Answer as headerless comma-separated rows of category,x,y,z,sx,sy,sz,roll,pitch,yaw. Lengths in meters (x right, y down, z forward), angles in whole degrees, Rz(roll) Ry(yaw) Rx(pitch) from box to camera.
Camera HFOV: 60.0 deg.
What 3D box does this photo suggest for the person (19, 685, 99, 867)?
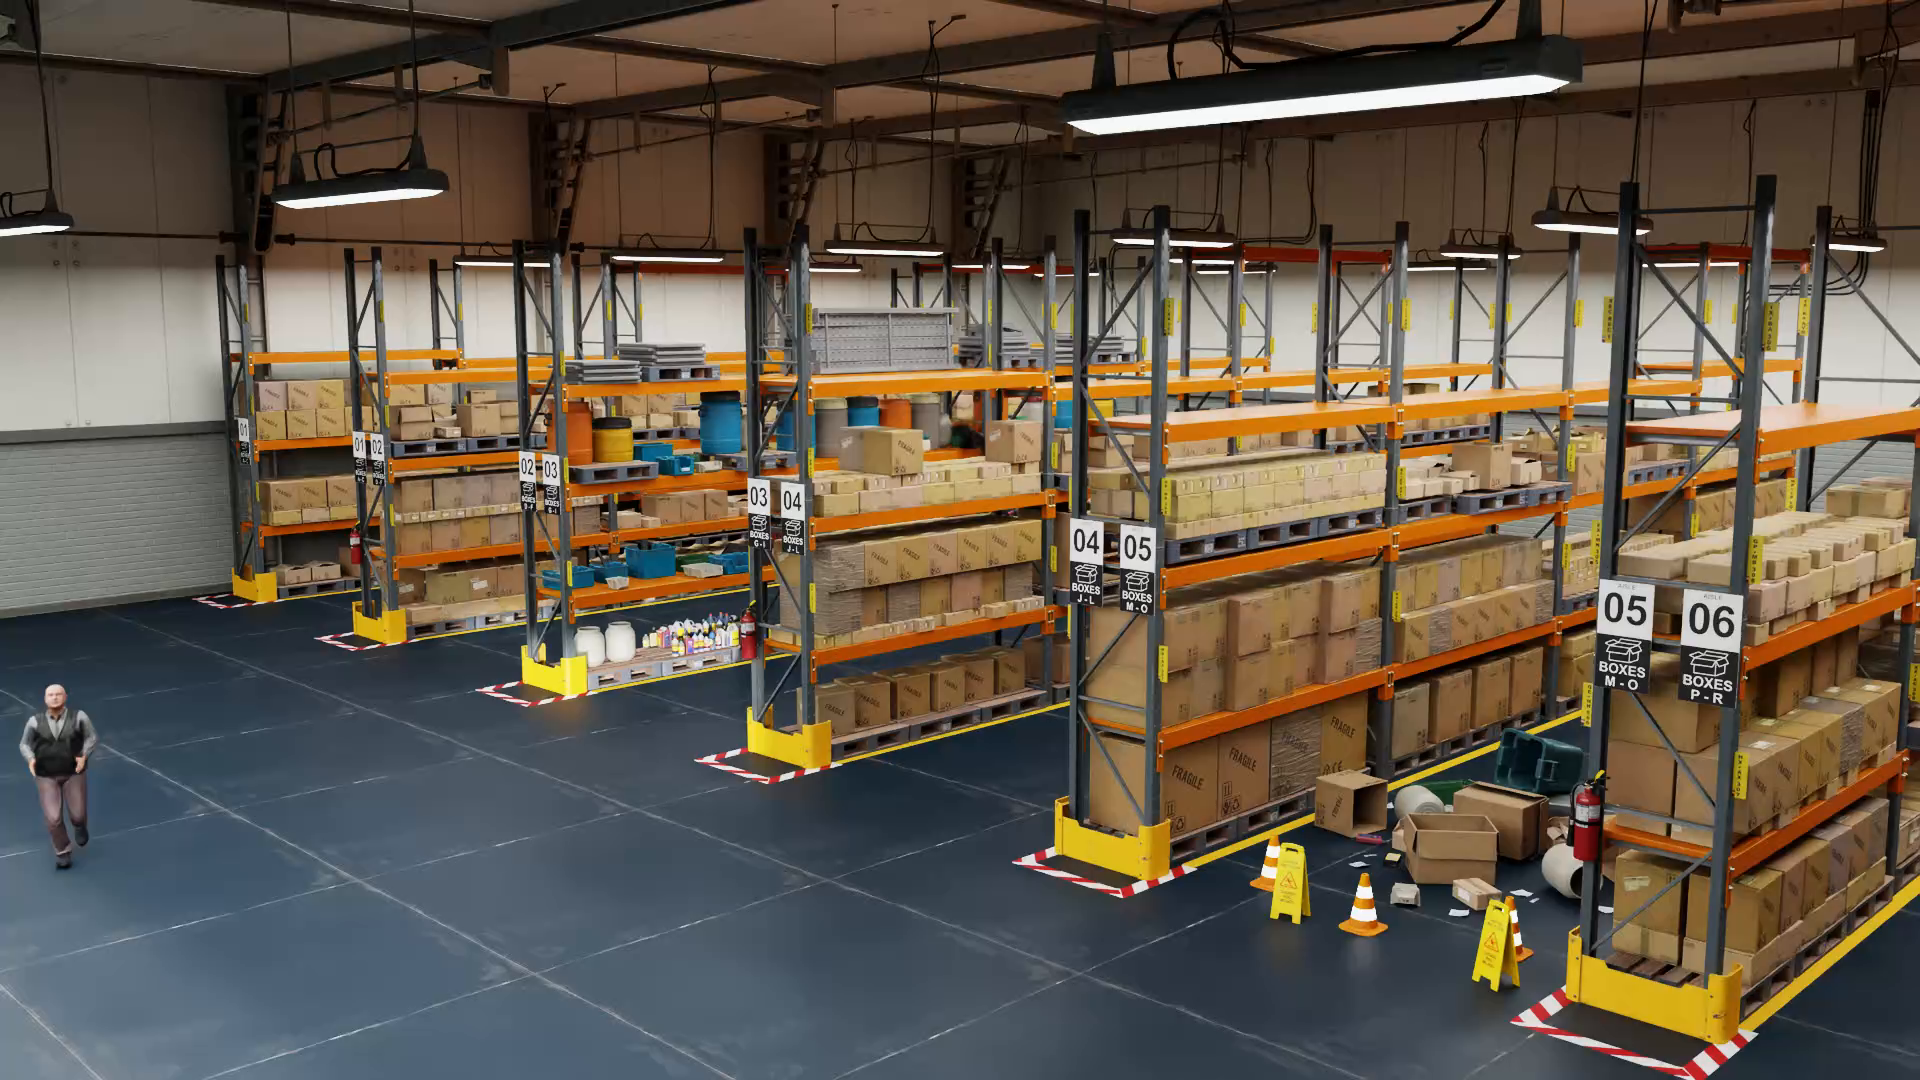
person,-8.343,2.165,15.427,0.657,1.671,0.612,-4,9,-24
